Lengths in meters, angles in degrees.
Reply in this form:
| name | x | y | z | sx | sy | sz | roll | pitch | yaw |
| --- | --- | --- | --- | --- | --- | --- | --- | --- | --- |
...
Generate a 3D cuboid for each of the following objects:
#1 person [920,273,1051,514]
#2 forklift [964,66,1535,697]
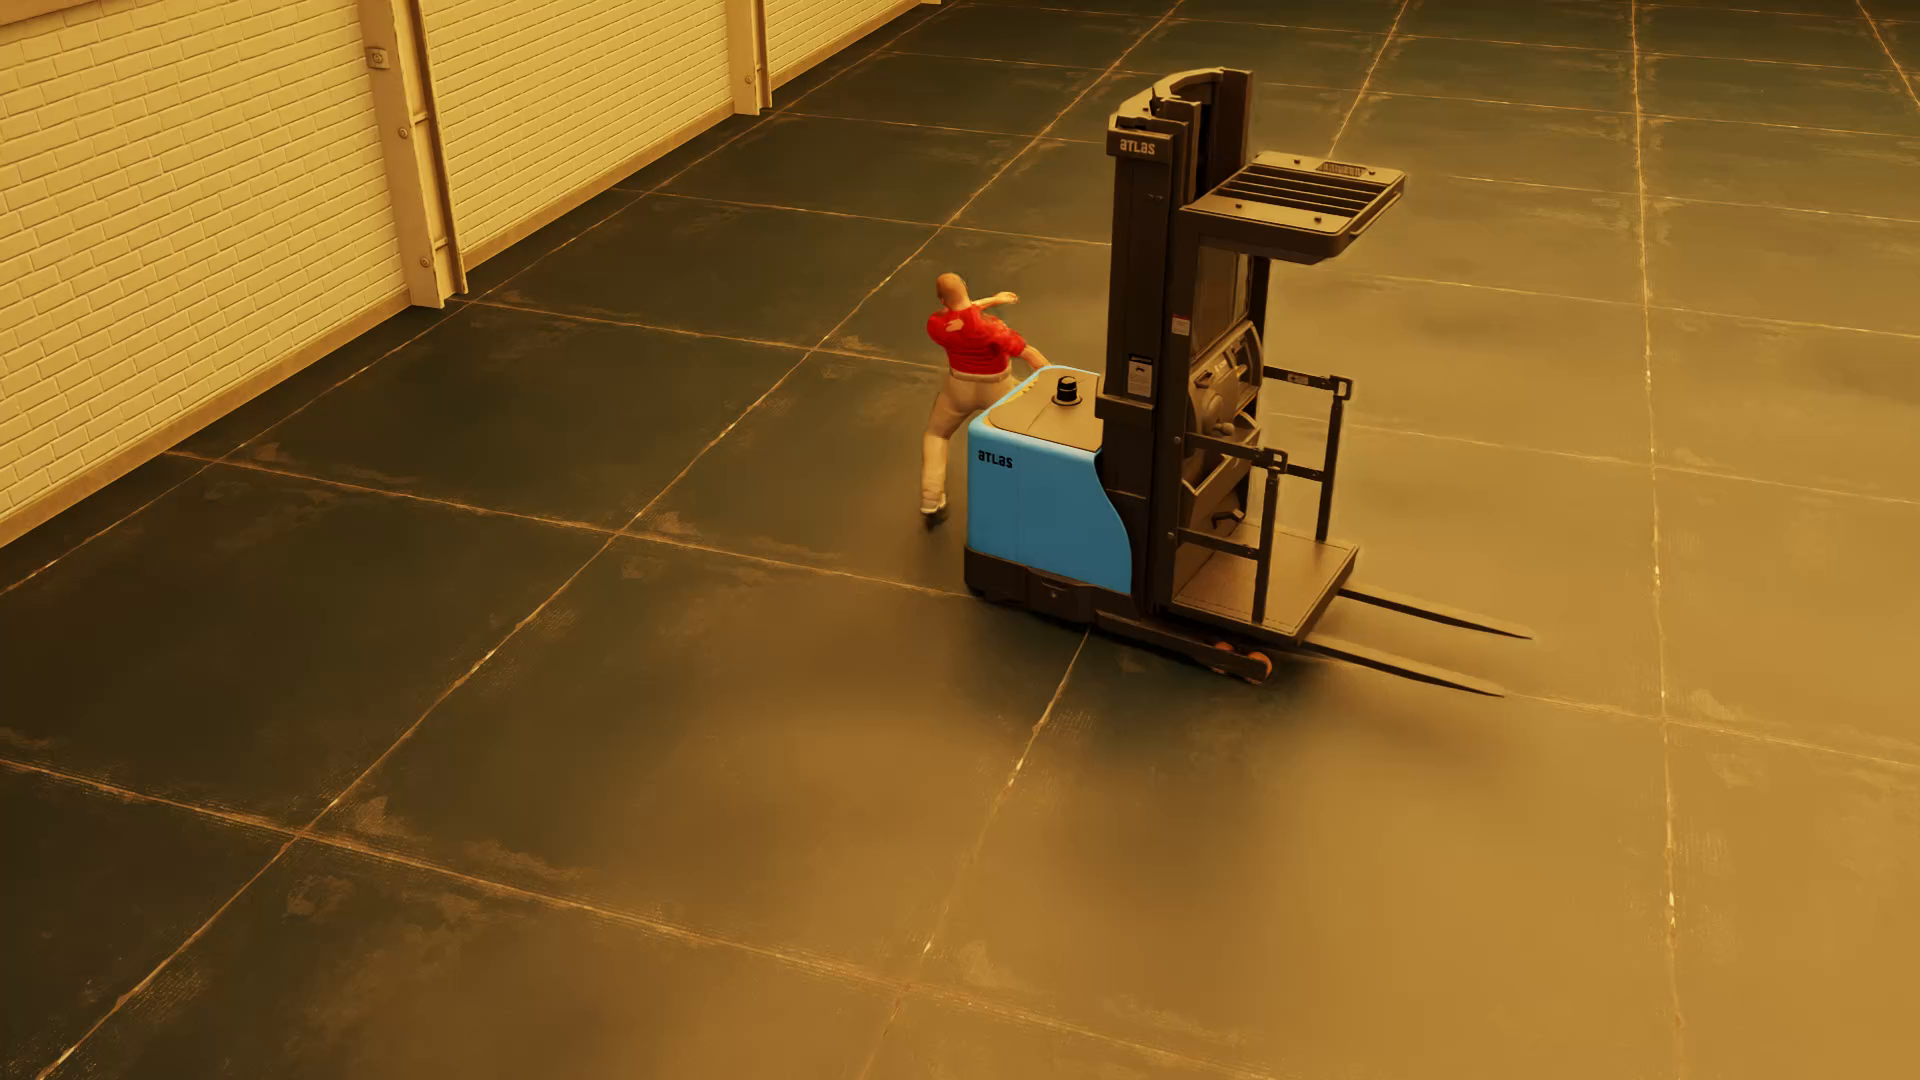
| name | x | y | z | sx | sy | sz | roll | pitch | yaw |
| --- | --- | --- | --- | --- | --- | --- | --- | --- | --- |
| person | 0.201 | -0.940 | 10.154 | 0.869 | 1.554 | 0.862 | 5 | 30 | 8 |
| forklift | 1.561 | -0.817 | 8.570 | 3.031 | 2.935 | 1.130 | 16 | 33 | 26 |
